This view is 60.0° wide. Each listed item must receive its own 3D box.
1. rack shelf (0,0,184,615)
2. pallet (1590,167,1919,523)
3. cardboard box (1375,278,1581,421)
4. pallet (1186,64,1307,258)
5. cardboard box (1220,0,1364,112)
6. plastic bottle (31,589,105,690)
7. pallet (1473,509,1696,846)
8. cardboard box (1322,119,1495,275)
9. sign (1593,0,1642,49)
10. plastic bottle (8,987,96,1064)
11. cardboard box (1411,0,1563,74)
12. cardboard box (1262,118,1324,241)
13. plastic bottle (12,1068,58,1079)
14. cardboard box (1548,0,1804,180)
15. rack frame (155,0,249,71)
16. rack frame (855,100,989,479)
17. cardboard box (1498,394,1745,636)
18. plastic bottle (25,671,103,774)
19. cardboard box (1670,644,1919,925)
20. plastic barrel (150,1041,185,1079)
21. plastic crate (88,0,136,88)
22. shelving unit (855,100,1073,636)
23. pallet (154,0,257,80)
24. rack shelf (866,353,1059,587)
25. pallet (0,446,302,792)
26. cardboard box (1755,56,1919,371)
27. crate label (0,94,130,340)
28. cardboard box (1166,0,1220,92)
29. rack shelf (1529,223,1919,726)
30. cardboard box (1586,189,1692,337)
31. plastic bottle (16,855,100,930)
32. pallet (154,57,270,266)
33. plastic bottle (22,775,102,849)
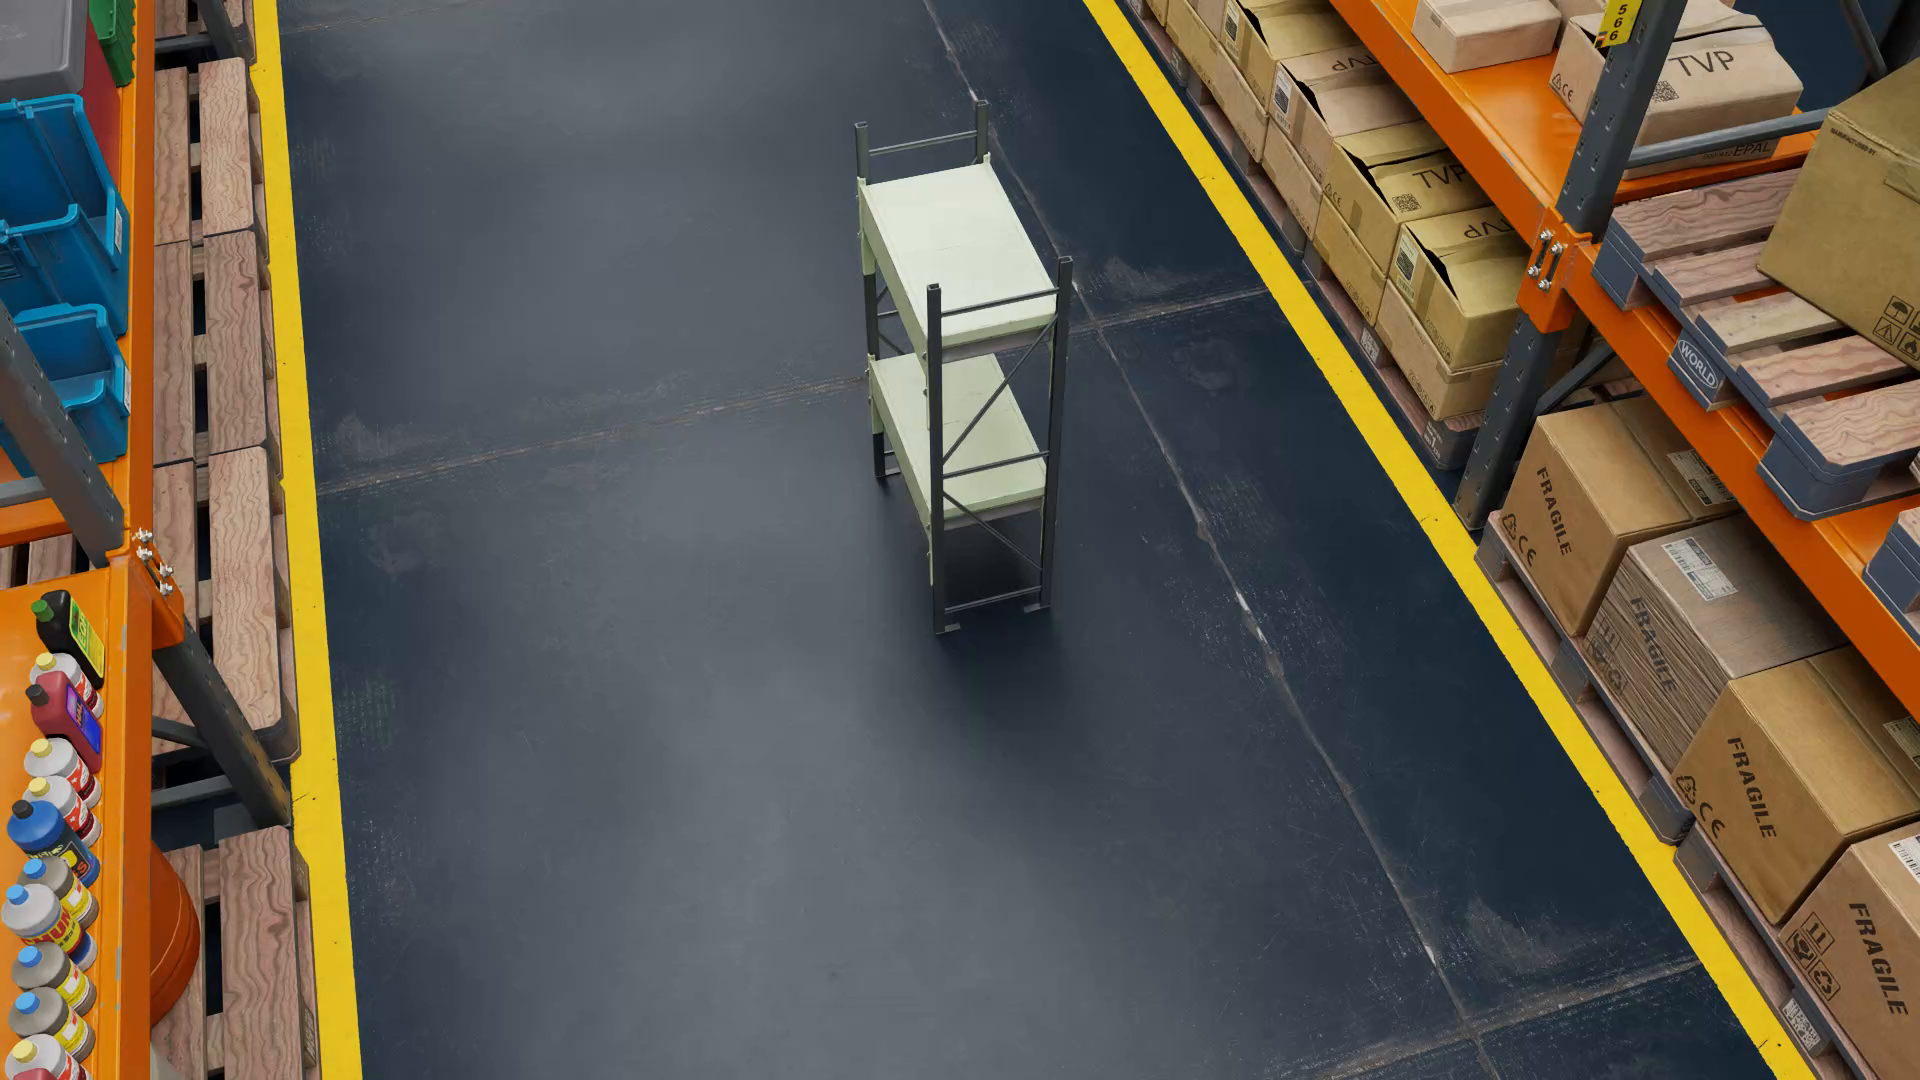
[{"bbox_3d":[-3.102,-1.260,5.321,1.077,0.370,4.000,-13,51,-11],"label":"rack shelf"},{"bbox_3d":[2.490,-0.607,4.426,1.213,0.211,1.003,-13,51,-11],"label":"pallet"},{"bbox_3d":[1.834,-0.727,5.924,0.500,0.250,0.500,-12,51,-10],"label":"cardboard box"},{"bbox_3d":[1.659,-1.749,7.087,1.003,0.211,1.213,-13,51,-11],"label":"pallet"},{"bbox_3d":[1.380,-2.019,6.647,0.500,0.311,0.500,-12,51,-10],"label":"cardboard box"},{"bbox_3d":[-1.983,0.205,3.691,0.061,0.283,0.133,-13,51,-11],"label":"plastic bottle"},{"bbox_3d":[2.407,0.304,5.356,1.003,0.211,1.213,-13,51,-11],"label":"pallet"},{"bbox_3d":[1.672,-1.283,6.027,0.500,0.311,0.500,-14,51,-12],"label":"cardboard box"},{"bbox_3d":[1.693,-1.394,4.206,0.100,0.325,0.005,-13,51,-11],"label":"sign"},{"bbox_3d":[-1.726,0.915,3.146,0.097,0.201,0.097,0,50,0],"label":"plastic bottle"},{"bbox_3d":[1.692,-1.662,5.353,0.380,0.149,0.250,-13,51,-11],"label":"cardboard box"},{"bbox_3d":[1.532,-1.470,6.551,0.500,0.250,0.500,-12,51,-10],"label":"cardboard box"},{"bbox_3d":[-1.645,1.040,2.988,0.061,0.283,0.133,-13,51,-11],"label":"plastic bottle"},{"bbox_3d":[2.157,-1.395,5.023,0.500,0.311,0.500,-10,51,-9],"label":"cardboard box"},{"bbox_3d":[-3.693,-2.953,6.277,1.000,3.000,0.127,-13,51,-11],"label":"rack frame"},{"bbox_3d":[-0.110,-0.756,5.406,0.400,1.500,0.023,-13,51,-11],"label":"rack frame"},{"bbox_3d":[2.084,-0.087,5.209,0.500,0.500,0.500,-11,51,-9],"label":"cardboard box"},{"bbox_3d":[-1.915,0.374,3.549,0.061,0.283,0.133,-13,51,-11],"label":"plastic bottle"},{"bbox_3d":[2.388,0.661,4.578,0.500,0.500,0.500,-14,51,-11],"label":"cardboard box"},{"bbox_3d":[-2.097,1.381,3.976,0.421,0.512,0.421,0,50,0],"label":"plastic barrel"},{"bbox_3d":[-2.909,-1.676,5.340,0.450,0.188,0.662,-13,51,-11],"label":"plastic crate"},{"bbox_3d":[-0.002,-0.488,5.181,0.431,1.500,0.755,-13,51,-11],"label":"shelving unit"},{"bbox_3d":[-3.852,-2.554,7.765,1.003,0.211,1.213,-13,51,-11],"label":"pallet"},{"bbox_3d":[-0.002,-0.278,5.430,0.431,0.370,0.720,-13,51,-11],"label":"rack shelf"},{"bbox_3d":[-2.703,0.293,5.365,1.003,0.211,1.213,-13,51,-11],"label":"pallet"},{"bbox_3d":[2.516,-0.882,4.191,0.700,0.500,0.500,-30,56,-23],"label":"cardboard box"},{"bbox_3d":[-2.546,-0.829,4.464,0.502,0.435,0.616,-13,51,-11],"label":"crate label"},{"bbox_3d":[1.228,-2.217,7.181,0.500,0.250,0.500,-15,51,-12],"label":"cardboard box"},{"bbox_3d":[2.814,0.544,3.800,1.077,0.370,4.000,-13,51,-11],"label":"rack shelf"},{"bbox_3d":[2.348,-1.027,5.811,0.500,0.311,0.500,-12,51,-10],"label":"cardboard box"},{"bbox_3d":[-1.812,0.702,3.326,0.097,0.201,0.097,0,50,0],"label":"plastic bottle"},{"bbox_3d":[-3.424,-1.489,6.867,1.003,0.211,1.213,-13,51,-11],"label":"pallet"},{"bbox_3d":[-1.870,0.560,3.446,0.097,0.201,0.097,0,50,0],"label":"plastic bottle"}]
